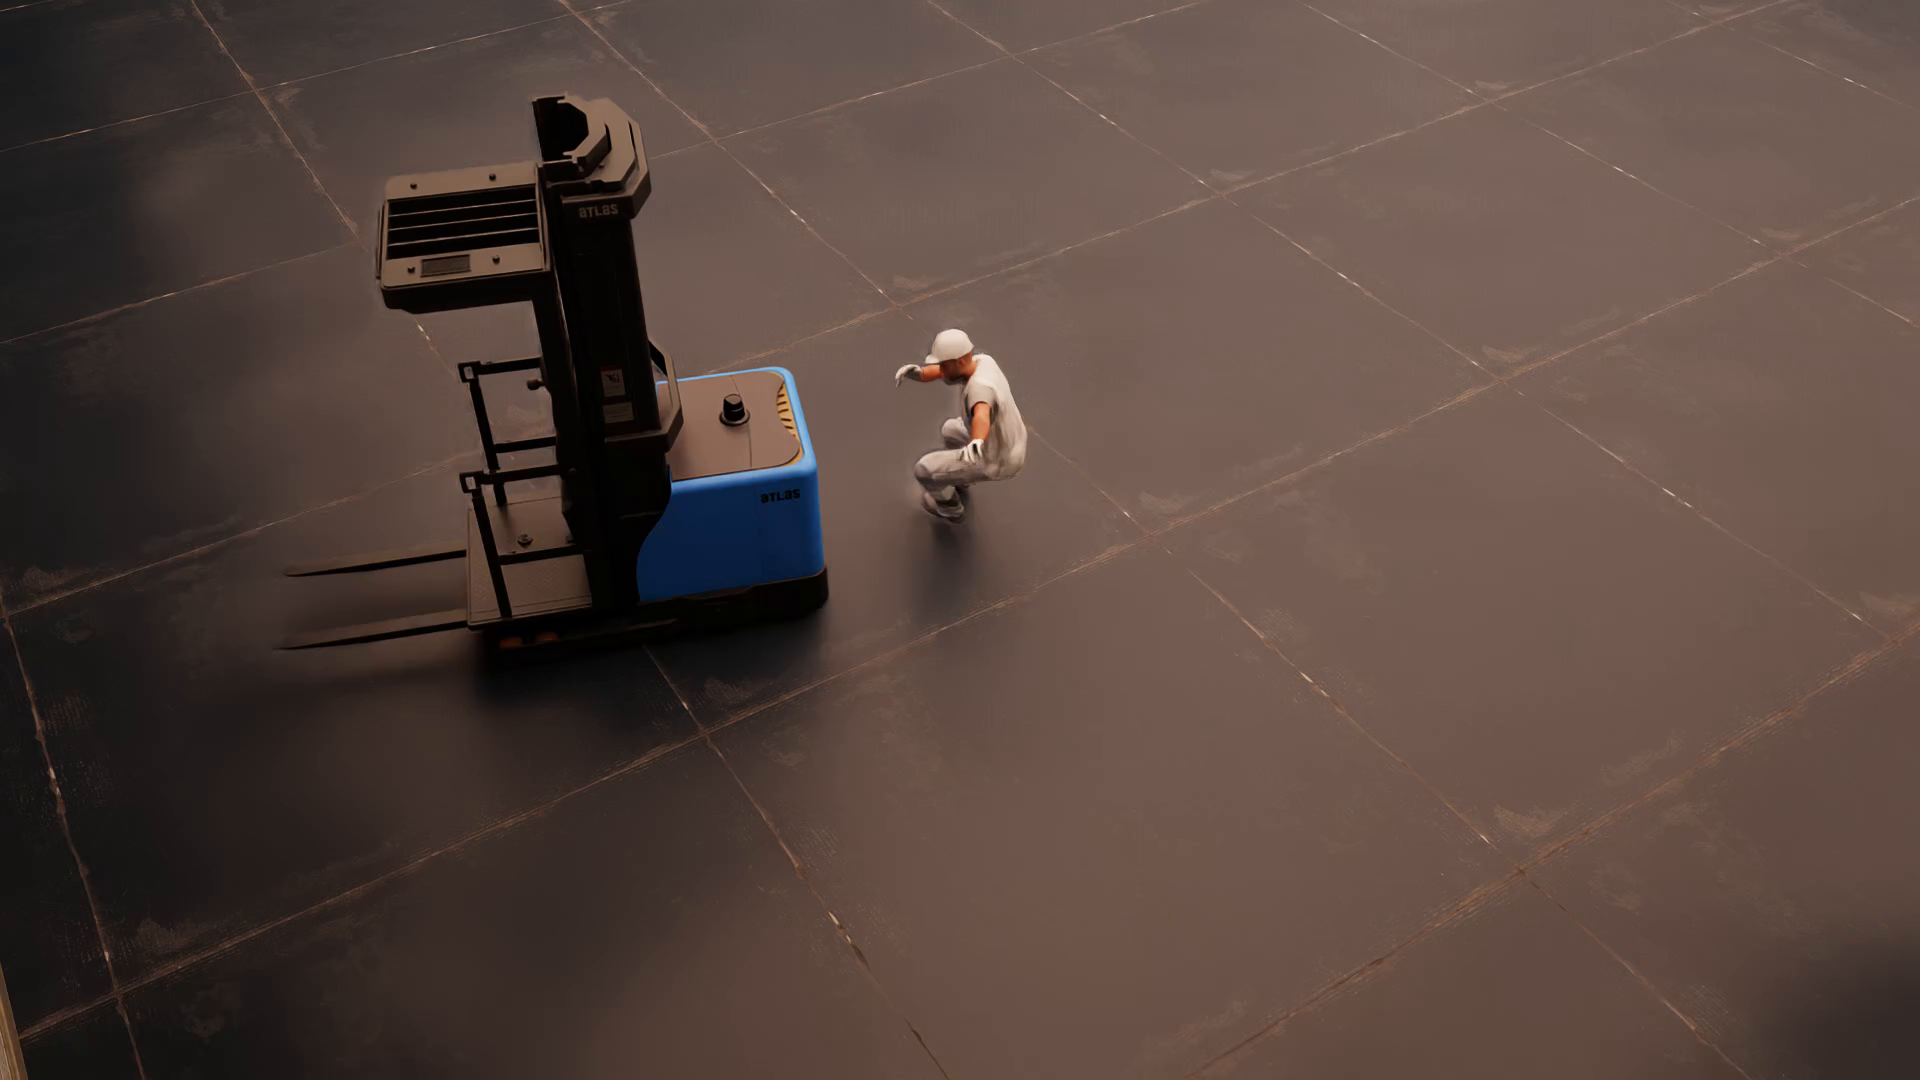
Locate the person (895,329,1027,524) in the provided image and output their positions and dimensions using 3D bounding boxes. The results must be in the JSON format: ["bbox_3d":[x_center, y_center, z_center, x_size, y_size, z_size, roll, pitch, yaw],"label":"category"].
[{"bbox_3d":[-0.004,-0.493,9.531,0.741,1.464,1.499,5,41,6],"label":"person"}]

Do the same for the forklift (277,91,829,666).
[{"bbox_3d":[-2.333,-0.785,8.769,3.031,2.935,1.130,-9,42,-10],"label":"forklift"}]
